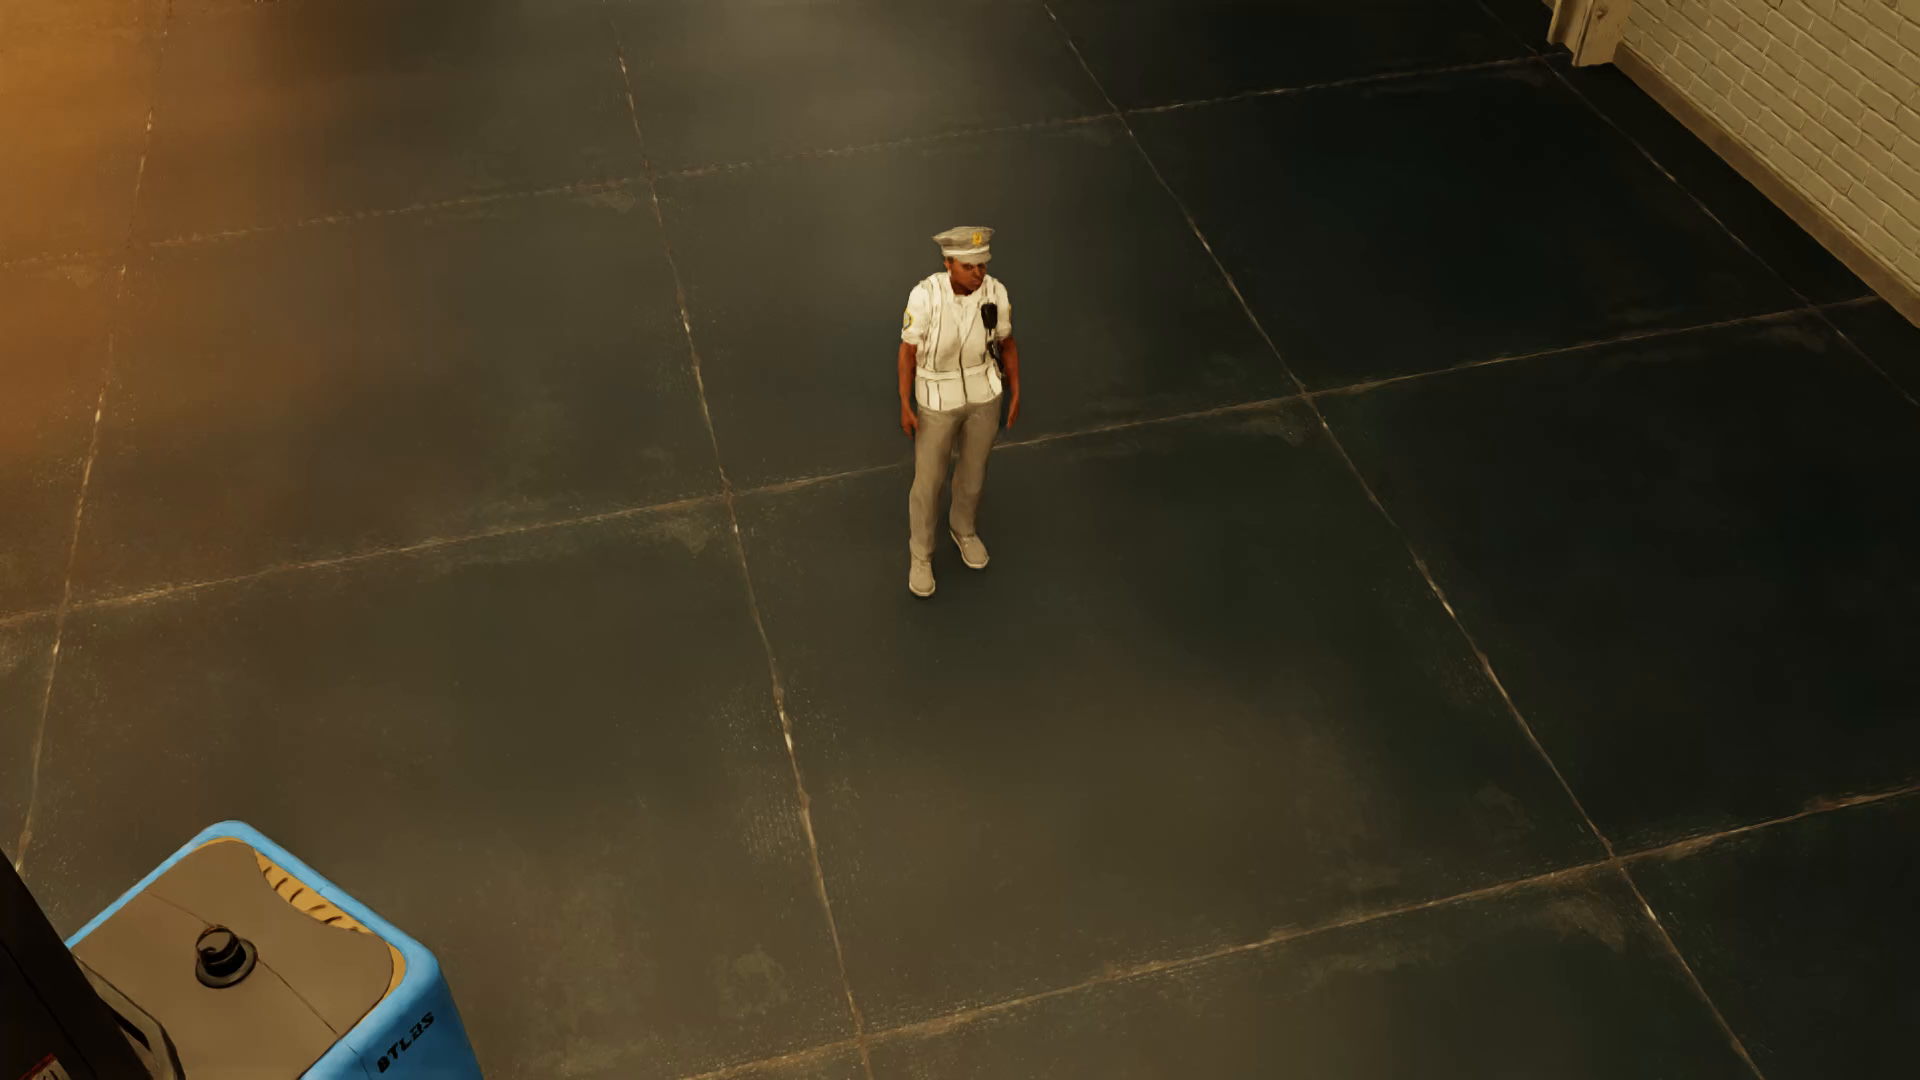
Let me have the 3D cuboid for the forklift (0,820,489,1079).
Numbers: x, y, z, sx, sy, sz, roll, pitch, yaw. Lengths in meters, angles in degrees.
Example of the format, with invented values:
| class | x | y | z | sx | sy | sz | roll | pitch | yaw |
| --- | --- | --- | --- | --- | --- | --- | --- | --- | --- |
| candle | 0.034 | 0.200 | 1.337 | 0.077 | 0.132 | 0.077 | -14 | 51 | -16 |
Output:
| class | x | y | z | sx | sy | sz | roll | pitch | yaw |
| --- | --- | --- | --- | --- | --- | --- | --- | --- | --- |
| forklift | -2.769 | 1.609 | 3.943 | 1.130 | 2.935 | 3.031 | 25 | 49 | 24 |

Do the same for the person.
| class | x | y | z | sx | sy | sz | roll | pitch | yaw |
| --- | --- | --- | --- | --- | --- | --- | --- | --- | --- |
| person | 0.000 | -0.567 | 7.136 | 0.570 | 1.693 | 0.529 | -10 | 44 | -11 |
